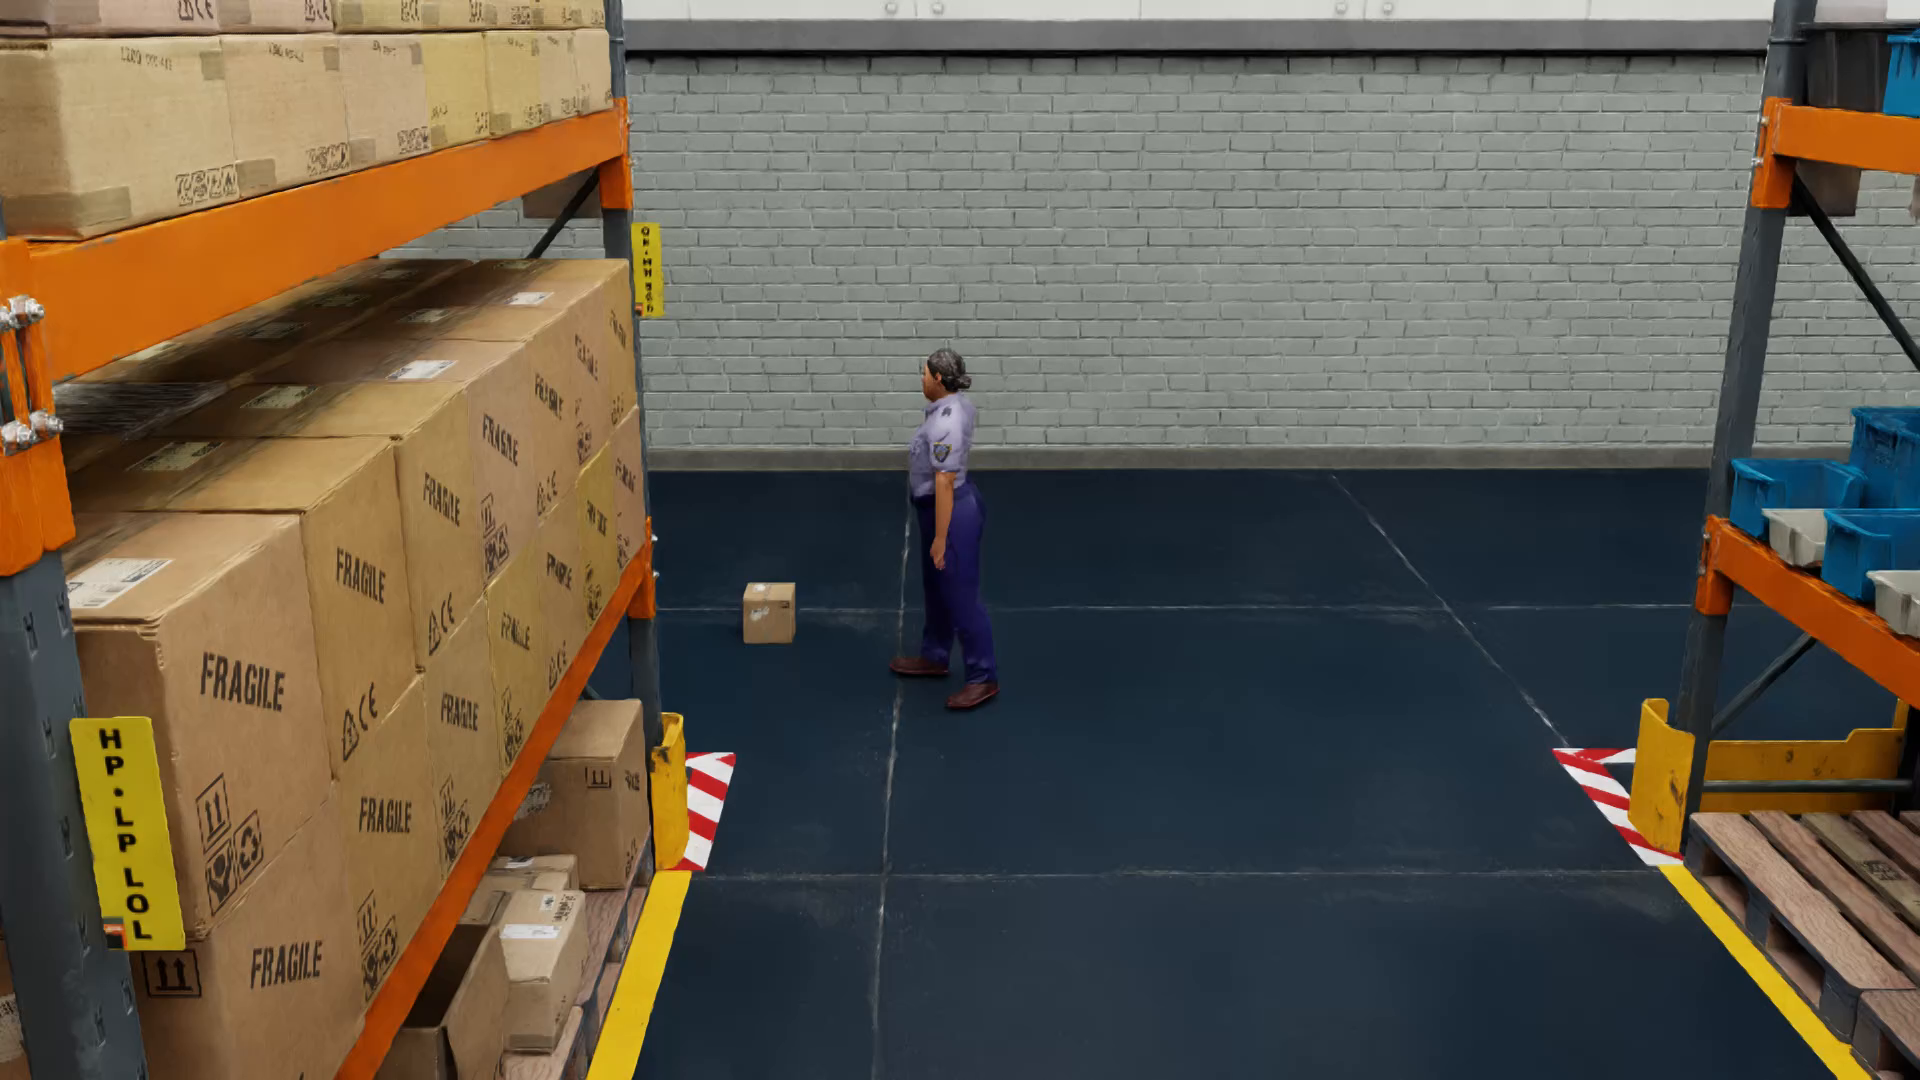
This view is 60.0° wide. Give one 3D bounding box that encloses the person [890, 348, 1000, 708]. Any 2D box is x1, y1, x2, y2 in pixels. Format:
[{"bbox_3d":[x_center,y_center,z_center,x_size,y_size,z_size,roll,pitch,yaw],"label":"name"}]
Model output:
[{"bbox_3d":[-0.079,-0.091,7.817,0.566,1.638,0.664,2,17,5],"label":"person"}]
